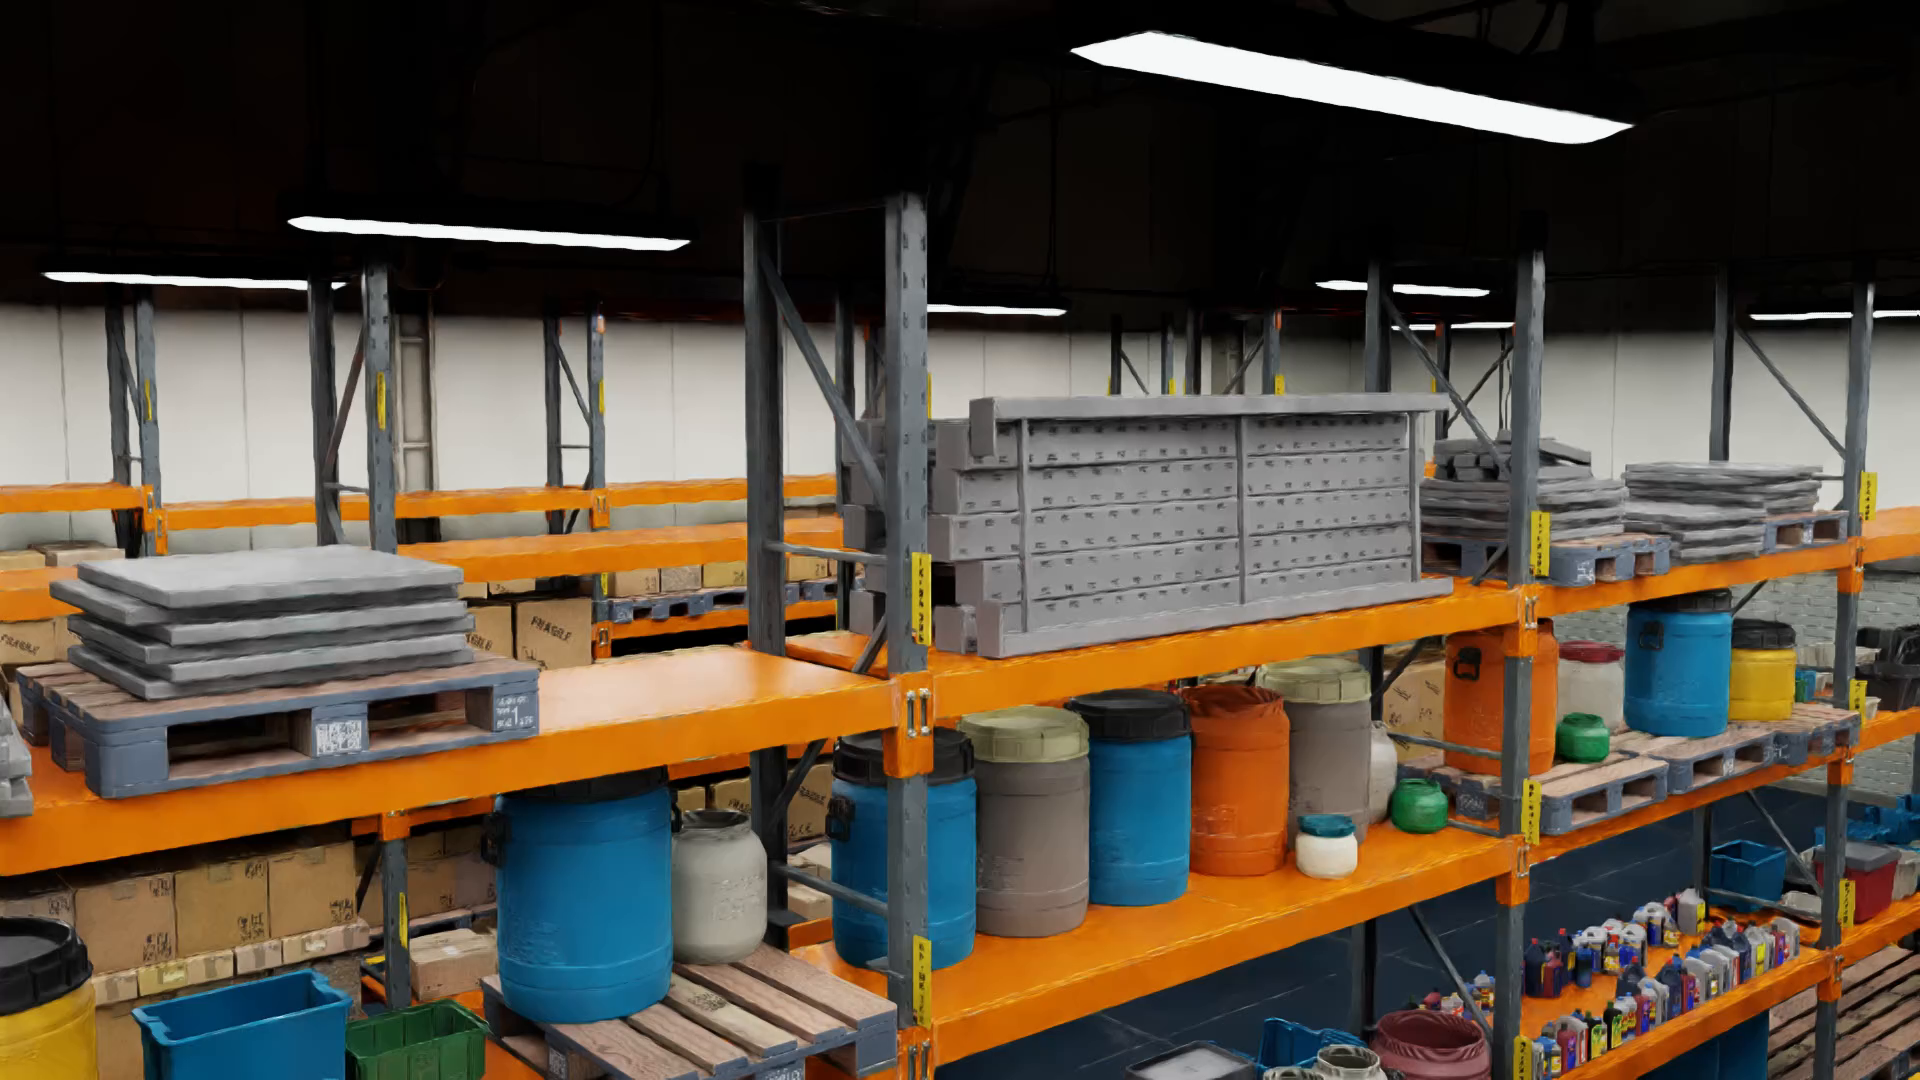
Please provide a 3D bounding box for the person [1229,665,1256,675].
[{"bbox_3d":[3.924,2.129,22.640,0.584,1.743,0.967,3,6,27],"label":"person"}]
